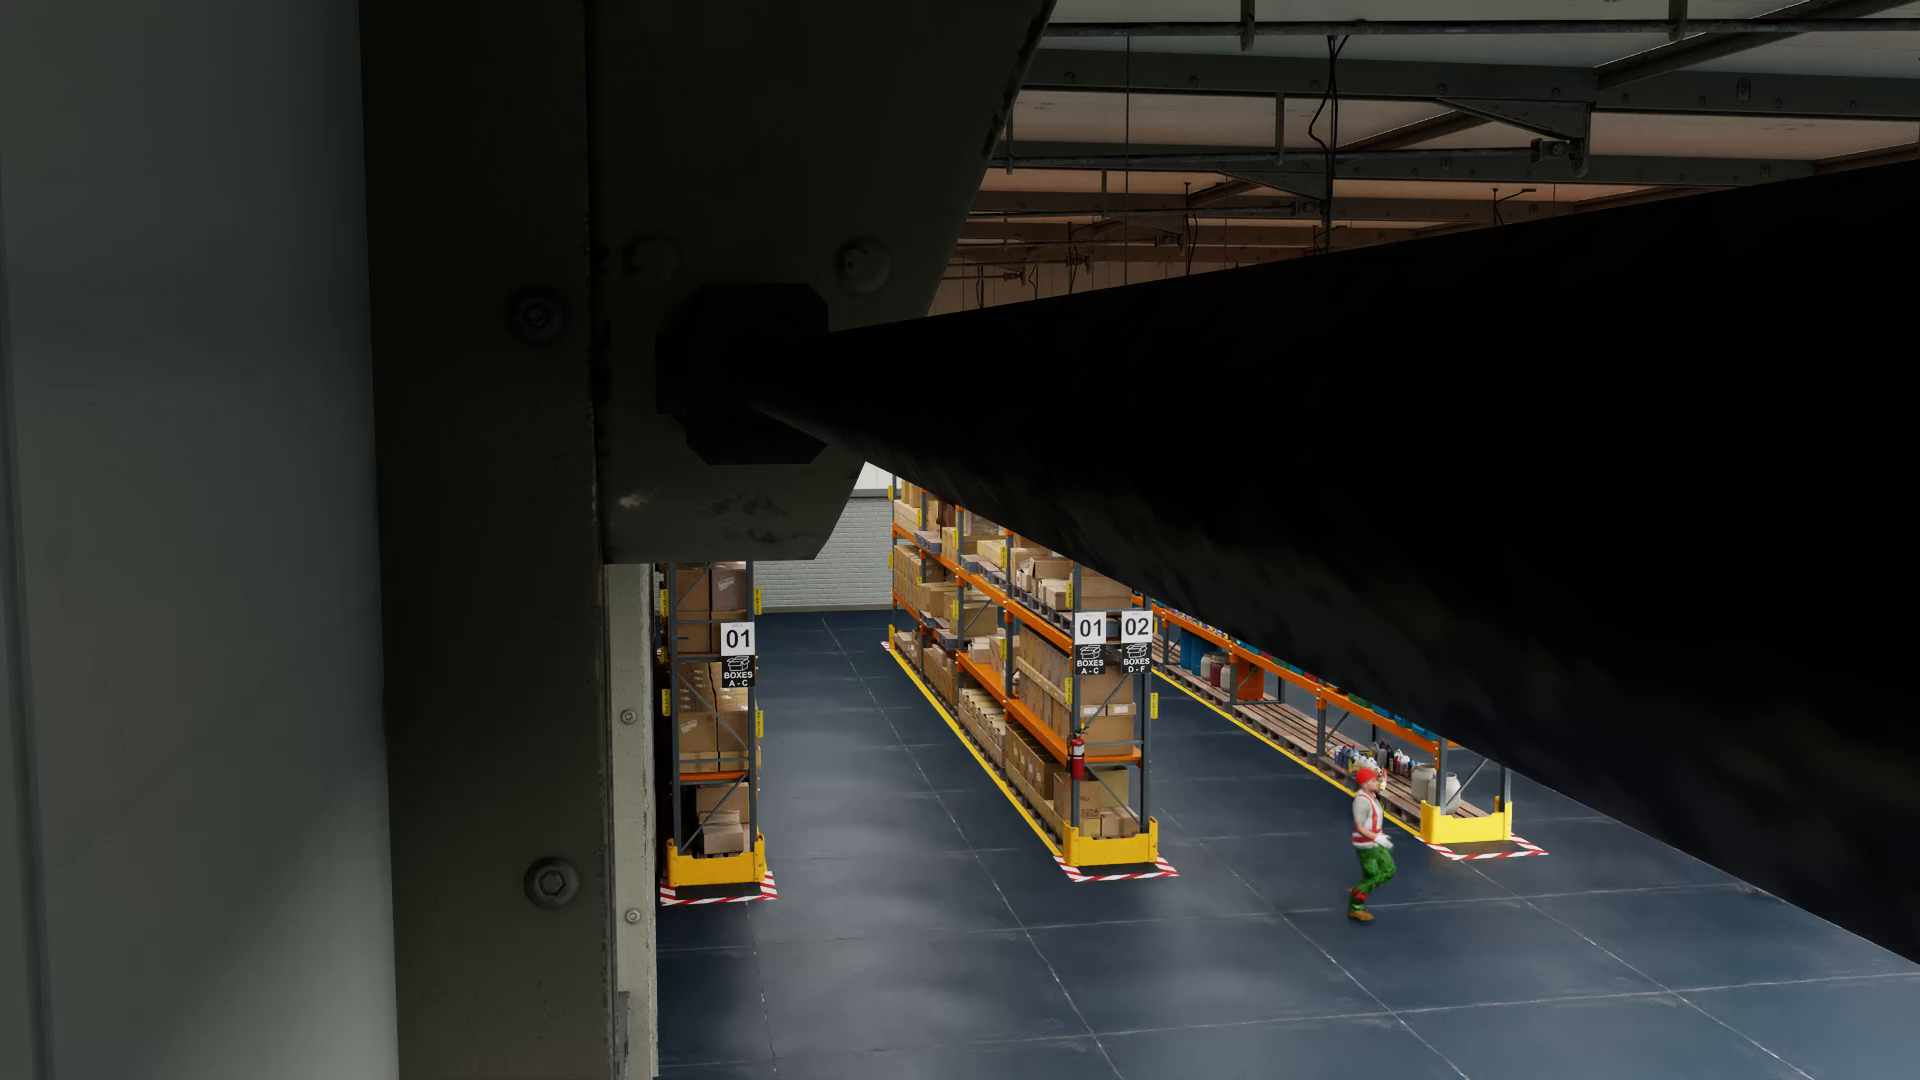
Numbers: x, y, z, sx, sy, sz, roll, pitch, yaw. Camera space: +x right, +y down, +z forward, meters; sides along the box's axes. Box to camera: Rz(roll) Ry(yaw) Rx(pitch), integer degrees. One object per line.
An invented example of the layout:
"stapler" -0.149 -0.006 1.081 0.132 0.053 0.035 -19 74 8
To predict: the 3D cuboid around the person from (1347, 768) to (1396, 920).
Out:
"person" 4.663 3.433 18.809 0.516 1.742 0.669 3 7 24
